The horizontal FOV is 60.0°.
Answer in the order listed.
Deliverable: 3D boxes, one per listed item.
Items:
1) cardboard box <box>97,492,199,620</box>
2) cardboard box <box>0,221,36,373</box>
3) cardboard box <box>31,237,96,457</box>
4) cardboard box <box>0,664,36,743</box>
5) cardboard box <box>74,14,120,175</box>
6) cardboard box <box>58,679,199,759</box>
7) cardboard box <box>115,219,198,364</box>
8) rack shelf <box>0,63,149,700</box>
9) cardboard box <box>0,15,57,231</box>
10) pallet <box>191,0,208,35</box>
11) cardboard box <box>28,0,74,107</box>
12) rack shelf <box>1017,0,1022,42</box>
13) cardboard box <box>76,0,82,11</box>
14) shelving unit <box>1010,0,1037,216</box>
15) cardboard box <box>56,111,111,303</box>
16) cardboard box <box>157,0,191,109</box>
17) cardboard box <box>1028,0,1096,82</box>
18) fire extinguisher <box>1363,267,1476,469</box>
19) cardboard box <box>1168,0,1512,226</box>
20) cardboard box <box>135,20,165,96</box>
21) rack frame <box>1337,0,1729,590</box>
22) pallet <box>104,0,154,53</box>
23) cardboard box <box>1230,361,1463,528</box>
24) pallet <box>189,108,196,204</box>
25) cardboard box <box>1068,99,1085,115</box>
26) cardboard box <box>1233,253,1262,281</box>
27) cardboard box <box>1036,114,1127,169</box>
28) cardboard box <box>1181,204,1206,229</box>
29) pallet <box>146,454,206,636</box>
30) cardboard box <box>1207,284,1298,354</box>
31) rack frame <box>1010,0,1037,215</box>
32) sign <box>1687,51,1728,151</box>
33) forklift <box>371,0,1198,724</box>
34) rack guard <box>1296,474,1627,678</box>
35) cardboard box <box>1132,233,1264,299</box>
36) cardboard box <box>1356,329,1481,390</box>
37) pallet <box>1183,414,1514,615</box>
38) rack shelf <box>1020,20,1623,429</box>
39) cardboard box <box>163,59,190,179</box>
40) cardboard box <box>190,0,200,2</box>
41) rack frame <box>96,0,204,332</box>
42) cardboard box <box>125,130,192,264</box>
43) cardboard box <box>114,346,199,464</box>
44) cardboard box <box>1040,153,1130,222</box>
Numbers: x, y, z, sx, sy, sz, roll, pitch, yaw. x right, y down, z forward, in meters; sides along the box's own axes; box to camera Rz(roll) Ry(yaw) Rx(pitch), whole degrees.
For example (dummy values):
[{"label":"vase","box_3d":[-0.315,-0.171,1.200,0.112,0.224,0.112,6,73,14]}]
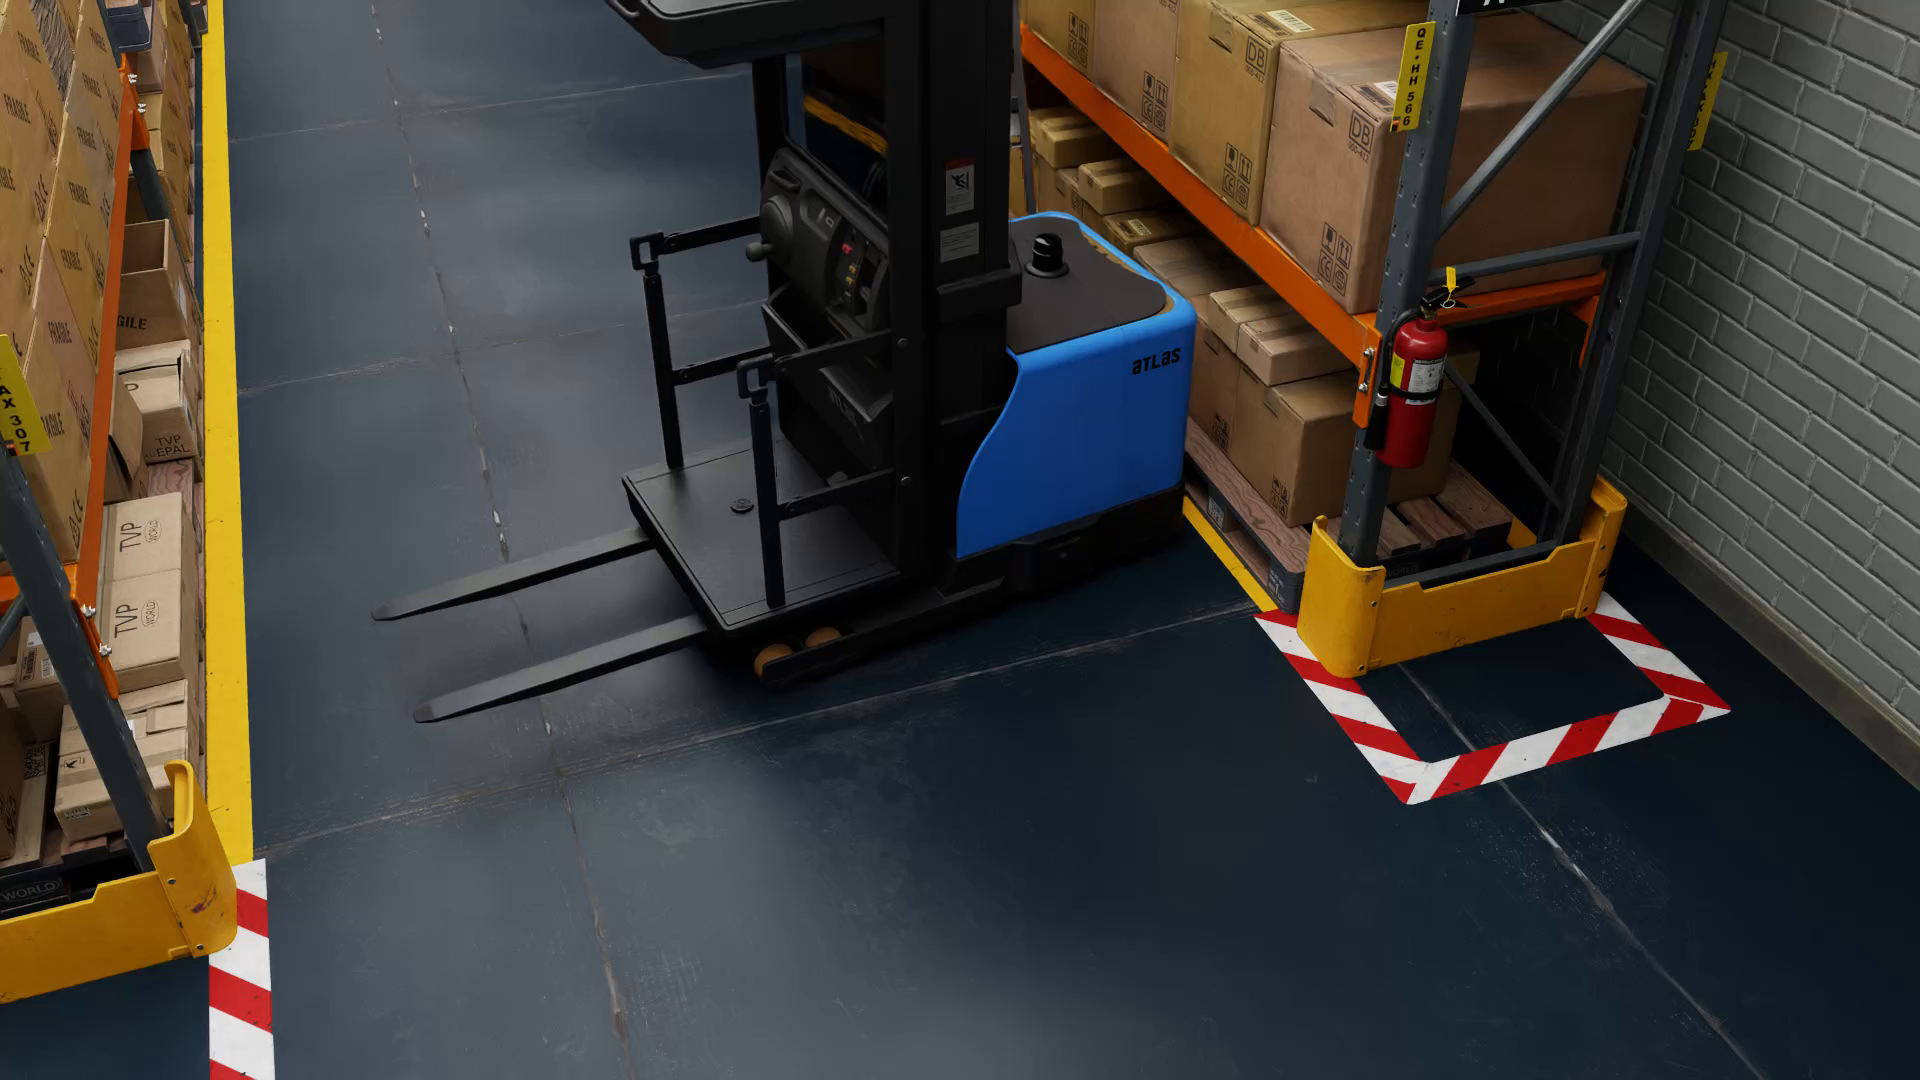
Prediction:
[{"label":"cardboard box","box_3d":[-3.061,0.107,6.034,0.500,0.250,0.500,-12,39,-16]},{"label":"cardboard box","box_3d":[-2.701,-0.629,4.178,0.500,0.500,0.500,-11,38,-15]},{"label":"cardboard box","box_3d":[-2.884,-0.520,4.864,0.500,0.500,0.500,-13,39,-16]},{"label":"cardboard box","box_3d":[-3.269,0.568,5.492,0.380,0.166,0.250,-12,39,-16]},{"label":"cardboard box","box_3d":[-3.581,-1.664,6.383,0.500,0.500,0.500,-11,38,-15]},{"label":"cardboard box","box_3d":[-2.704,0.623,5.419,0.380,0.166,0.250,-12,39,-16]},{"label":"cardboard box","box_3d":[-3.710,-1.058,7.374,0.500,0.500,0.500,-12,39,-16]},{"label":"rack shelf","box_3d":[-3.484,-0.727,5.820,1.077,0.370,4.000,-12,39,-16]},{"label":"cardboard box","box_3d":[-3.056,-1.206,4.944,0.500,0.500,0.500,-12,39,-15]},{"label":"pallet","box_3d":[-5.796,-3.763,11.570,1.003,0.211,1.213,-12,39,-16]},{"label":"cardboard box","box_3d":[-3.404,-1.778,5.703,0.500,0.500,0.500,-12,39,-16]},{"label":"rack shelf","box_3d":[0.021,-2.373,6.960,0.431,0.518,0.480,-6,28,3]},{"label":"cardboard box","box_3d":[-3.756,-2.351,6.464,0.500,0.500,0.500,-12,39,-16]},{"label":"shelving unit","box_3d":[0.098,-1.771,7.279,0.431,2.100,0.503,-6,28,3]},{"label":"cardboard box","box_3d":[-3.224,-1.087,5.617,0.500,0.500,0.500,-12,39,-15]},{"label":"cardboard box","box_3d":[-4.829,-2.809,9.698,0.500,0.500,0.500,-14,39,-18]},{"label":"cardboard box","box_3d":[0.895,-2.568,7.417,0.980,0.700,0.700,-13,39,-17]},{"label":"fire extinguisher","box_3d":[1.472,-0.552,5.363,0.296,0.674,0.183,-12,39,-16]},{"label":"cardboard box","box_3d":[1.408,-1.727,6.300,0.980,0.700,0.700,-13,39,-16]},{"label":"cardboard box","box_3d":[-4.455,-2.509,8.677,0.500,0.250,0.500,-12,39,-16]},{"label":"rack frame","box_3d":[1.854,-0.912,5.468,1.000,3.000,0.127,-12,39,-16]},{"label":"pallet","box_3d":[-4.345,-2.541,7.790,1.003,0.211,1.213,-12,39,-16]},{"label":"cardboard box","box_3d":[1.519,-0.456,6.591,0.700,0.500,0.500,-12,39,-16]},{"label":"pallet","box_3d":[-4.912,-2.172,9.458,1.003,0.211,1.213,-12,39,-16]},{"label":"cardboard box","box_3d":[0.775,-2.279,8.472,0.380,0.149,0.250,-13,39,-16]},{"label":"cardboard box","box_3d":[1.401,-1.257,7.115,0.380,0.149,0.250,-12,39,-15]},{"label":"cardboard box","box_3d":[0.585,-1.925,8.002,0.380,0.149,0.250,-11,38,-14]},{"label":"cardboard box","box_3d":[1.225,-1.545,7.497,0.380,0.149,0.250,-13,39,-17]},{"label":"pallet","box_3d":[-3.514,0.048,6.511,1.003,0.211,1.213,-12,39,-16]},{"label":"cardboard box","box_3d":[1.215,-0.894,6.634,0.380,0.149,0.250,-11,38,-15]},{"label":"rack frame","box_3d":[0.099,-1.657,7.063,0.400,2.100,0.015,-6,28,3]},{"label":"sign","box_3d":[2.377,-1.401,5.332,0.100,0.325,0.005,-12,39,-16]},{"label":"forklift","box_3d":[-0.651,-0.993,5.632,3.031,2.935,1.130,-18,41,-22]},{"label":"rack guard","box_3d":[1.862,0.100,6.202,1.175,0.500,0.348,-12,39,-16]},{"label":"cardboard box","box_3d":[1.173,-1.023,7.343,0.700,0.500,0.500,-14,39,-17]},{"label":"cardboard box","box_3d":[1.750,-0.686,6.357,0.380,0.149,0.250,-12,39,-16]},{"label":"pallet","box_3d":[1.505,-0.234,6.885,1.003,0.211,1.213,-12,39,-16]},{"label":"rack shelf","box_3d":[1.165,-1.755,7.184,1.077,0.370,4.000,-12,39,-16]},{"label":"cardboard box","box_3d":[-4.469,-2.228,8.927,0.500,0.500,0.500,-12,39,-15]},{"label":"cardboard box","box_3d":[-5.454,-3.830,11.278,0.500,0.250,0.500,-13,39,-16]},{"label":"rack frame","box_3d":[-4.173,-2.144,7.103,1.000,3.000,0.127,-12,39,-16]},{"label":"cardboard box","box_3d":[-4.110,-1.645,8.153,0.500,0.500,0.500,-14,39,-18]},{"label":"cardboard box","box_3d":[-3.452,-0.559,6.868,0.500,0.311,0.500,-12,39,-16]},{"label":"cardboard box","box_3d":[0.808,-1.613,8.127,0.700,0.500,0.500,-13,39,-16]}]
